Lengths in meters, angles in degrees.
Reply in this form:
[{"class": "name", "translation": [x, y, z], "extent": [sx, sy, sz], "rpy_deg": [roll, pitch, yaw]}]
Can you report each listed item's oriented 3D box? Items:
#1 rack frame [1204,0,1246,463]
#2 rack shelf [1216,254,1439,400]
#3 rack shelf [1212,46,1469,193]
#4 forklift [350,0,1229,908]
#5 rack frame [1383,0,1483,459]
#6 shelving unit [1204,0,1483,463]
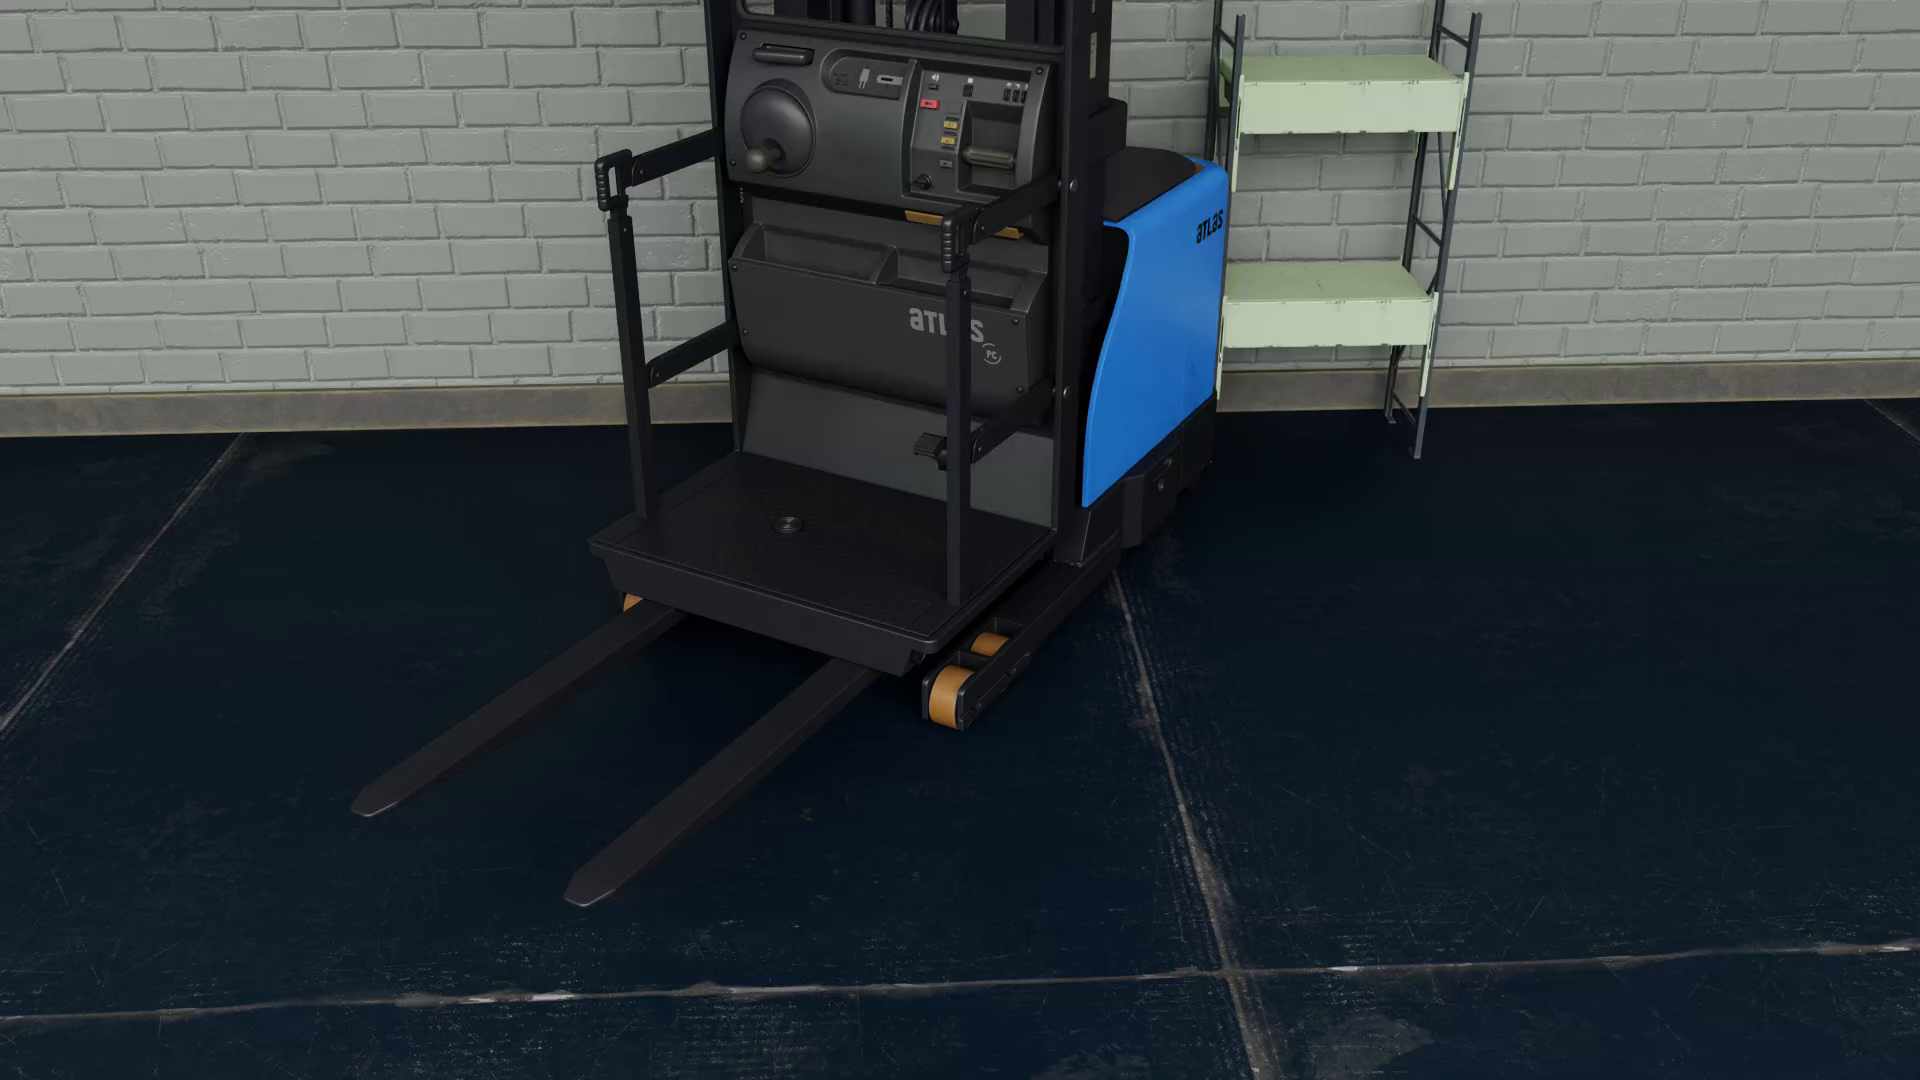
[{"class": "rack frame", "translation": [0.851, -1.023, 5.590], "extent": [0.023, 1.500, 0.400], "rpy_deg": [-1, 28, -2]}, {"class": "rack shelf", "translation": [1.217, -0.742, 5.755], "extent": [0.720, 0.370, 0.431], "rpy_deg": [-1, 28, -2]}, {"class": "rack shelf", "translation": [1.217, -1.377, 5.424], "extent": [0.720, 0.370, 0.431], "rpy_deg": [-1, 28, -2]}, {"class": "forklift", "translation": [-0.305, -1.048, 4.090], "extent": [1.130, 2.935, 3.031], "rpy_deg": [15, 31, 26]}, {"class": "rack frame", "translation": [1.582, -1.038, 5.619], "extent": [0.023, 1.500, 0.400], "rpy_deg": [-1, 28, -2]}, {"class": "shelving unit", "translation": [1.217, -1.031, 5.604], "extent": [0.755, 1.500, 0.431], "rpy_deg": [-1, 28, -2]}]
